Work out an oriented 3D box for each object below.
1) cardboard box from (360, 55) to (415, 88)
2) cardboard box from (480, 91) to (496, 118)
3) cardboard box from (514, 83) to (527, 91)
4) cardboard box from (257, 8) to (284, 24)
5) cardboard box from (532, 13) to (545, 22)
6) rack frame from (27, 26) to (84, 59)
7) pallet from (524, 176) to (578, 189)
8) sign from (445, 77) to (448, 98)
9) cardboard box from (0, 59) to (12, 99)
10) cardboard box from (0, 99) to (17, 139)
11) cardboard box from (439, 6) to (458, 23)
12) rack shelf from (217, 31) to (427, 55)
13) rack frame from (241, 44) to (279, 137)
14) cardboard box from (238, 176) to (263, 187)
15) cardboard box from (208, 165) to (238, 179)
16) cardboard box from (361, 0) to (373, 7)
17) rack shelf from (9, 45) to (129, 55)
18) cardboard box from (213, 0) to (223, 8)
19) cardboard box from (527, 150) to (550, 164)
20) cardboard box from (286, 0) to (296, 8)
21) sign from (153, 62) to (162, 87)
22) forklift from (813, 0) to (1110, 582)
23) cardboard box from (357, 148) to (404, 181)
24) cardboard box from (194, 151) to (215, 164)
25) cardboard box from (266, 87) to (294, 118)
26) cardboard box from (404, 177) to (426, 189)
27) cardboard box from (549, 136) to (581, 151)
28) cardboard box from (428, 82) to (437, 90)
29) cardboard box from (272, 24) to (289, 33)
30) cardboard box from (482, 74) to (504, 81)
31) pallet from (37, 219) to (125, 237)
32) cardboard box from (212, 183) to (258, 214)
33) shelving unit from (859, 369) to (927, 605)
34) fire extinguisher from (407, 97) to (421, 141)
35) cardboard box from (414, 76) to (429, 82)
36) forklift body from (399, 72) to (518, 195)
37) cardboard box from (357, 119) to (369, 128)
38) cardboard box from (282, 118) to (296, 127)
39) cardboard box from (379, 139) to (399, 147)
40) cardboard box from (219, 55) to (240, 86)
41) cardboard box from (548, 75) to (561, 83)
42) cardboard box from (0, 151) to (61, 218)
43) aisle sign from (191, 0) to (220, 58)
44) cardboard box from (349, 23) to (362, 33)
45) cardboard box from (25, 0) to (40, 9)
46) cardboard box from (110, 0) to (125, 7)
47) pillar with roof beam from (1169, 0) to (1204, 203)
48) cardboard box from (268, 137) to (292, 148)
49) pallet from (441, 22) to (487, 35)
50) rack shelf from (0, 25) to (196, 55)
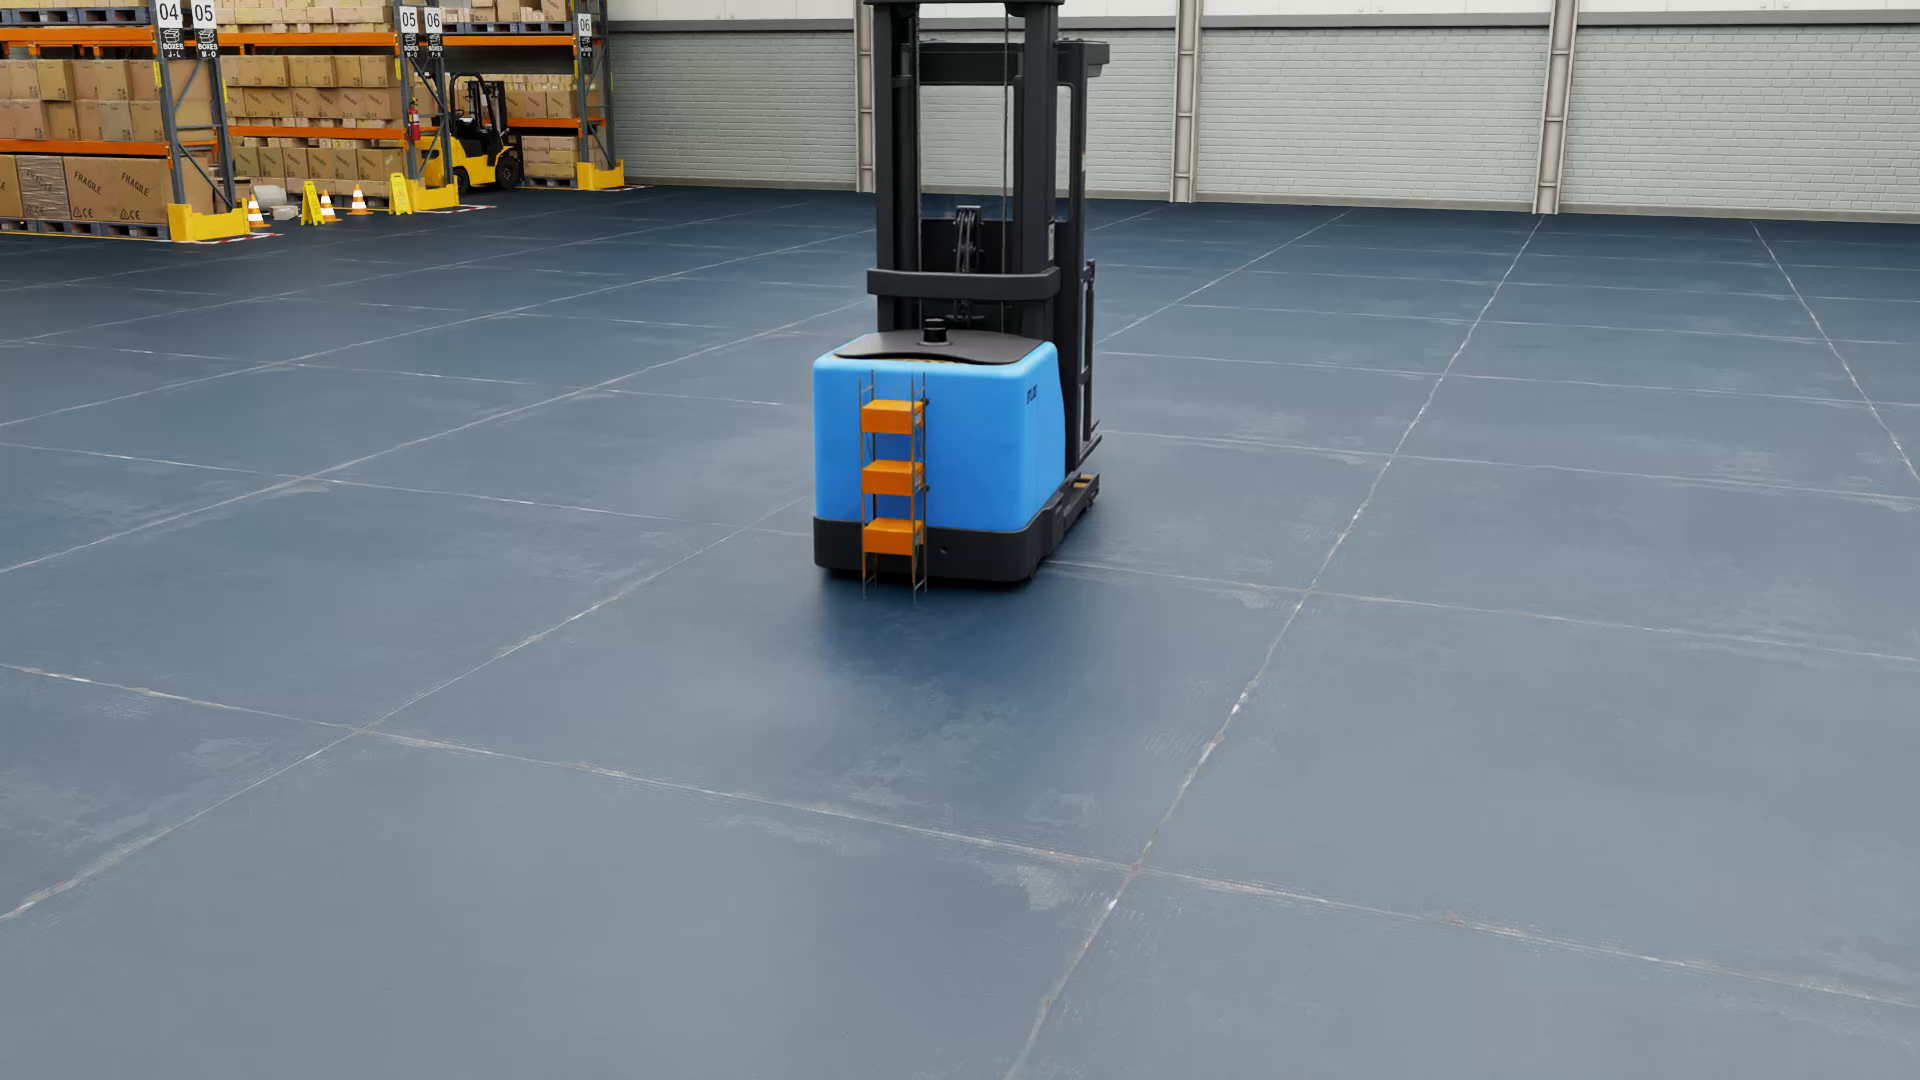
[{"bbox_3d":[-9.333,-7.645,27.120,0.500,0.500,0.700,6,17,19],"label":"cardboard box"},{"bbox_3d":[-8.942,-8.452,32.229,0.500,0.500,0.500,6,17,21],"label":"cardboard box"},{"bbox_3d":[-8.345,-8.692,31.892,0.250,0.149,0.380,6,17,19],"label":"cardboard box"},{"bbox_3d":[-11.246,-8.678,27.539,0.500,0.250,0.500,6,17,21],"label":"cardboard box"},{"bbox_3d":[-7.842,-9.841,31.330,0.250,0.149,0.380,6,17,19],"label":"cardboard box"},{"bbox_3d":[-16.220,-7.796,30.149,0.127,3.000,1.000,6,17,21],"label":"rack frame"},{"bbox_3d":[-7.687,-6.994,32.386,1.213,0.211,1.003,6,17,21],"label":"pallet"},{"bbox_3d":[-8.579,-7.534,27.694,0.005,0.325,0.100,6,17,21],"label":"sign"},{"bbox_3d":[-13.336,-6.611,23.859,0.550,0.550,0.875,6,17,21],"label":"cardboard box"},{"bbox_3d":[-13.354,-6.080,23.967,0.550,0.550,0.875,6,17,21],"label":"cardboard box"},{"bbox_3d":[-9.997,-10.174,32.186,0.500,0.311,0.500,7,17,22],"label":"cardboard box"},{"bbox_3d":[-10.638,-8.278,27.716,4.000,0.370,1.077,6,17,21],"label":"rack shelf"},{"bbox_3d":[-14.402,-9.084,34.584,0.127,3.000,1.000,6,17,21],"label":"rack frame"},{"bbox_3d":[-12.049,-6.138,28.615,0.500,0.250,0.500,5,17,18],"label":"cardboard box"},{"bbox_3d":[-12.988,-6.380,29.230,0.625,0.372,0.950,7,17,21],"label":"cardboard box"},{"bbox_3d":[-9.427,-8.675,26.816,0.250,0.149,0.380,7,17,22],"label":"cardboard box"},{"bbox_3d":[-19.984,-10.793,36.381,4.000,0.370,1.077,6,17,21],"label":"rack shelf"},{"bbox_3d":[-12.326,-8.973,27.842,0.250,0.149,0.380,6,17,20],"label":"cardboard box"},{"bbox_3d":[-7.990,-7.410,32.099,0.500,0.250,0.500,6,17,20],"label":"cardboard box"},{"bbox_3d":[-10.849,-8.835,27.368,0.250,0.149,0.380,7,17,22],"label":"cardboard box"},{"bbox_3d":[-10.712,-6.214,22.198,0.005,0.325,0.100,6,17,21],"label":"sign"},{"bbox_3d":[0.164,-1.582,8.866,1.130,2.935,3.031,4,17,14],"label":"forklift"},{"bbox_3d":[-9.619,-6.234,27.599,0.500,0.500,0.500,6,17,21],"label":"cardboard box"},{"bbox_3d":[-15.824,-8.180,35.199,0.500,0.500,0.500,7,18,23],"label":"cardboard box"},{"bbox_3d":[-11.254,-7.361,27.935,0.500,0.500,0.500,6,17,20],"label":"cardboard box"},{"bbox_3d":[-9.427,-6.013,28.186,0.500,0.250,0.500,6,17,20],"label":"cardboard box"},{"bbox_3d":[-7.503,-7.593,31.834,0.500,0.250,0.500,7,18,22],"label":"cardboard box"},{"bbox_3d":[-10.240,-8.907,32.633,0.250,0.149,0.380,7,17,22],"label":"cardboard box"},{"bbox_3d":[-11.132,-8.457,27.494,0.250,0.149,0.380,6,17,20],"label":"cardboard box"},{"bbox_3d":[-9.028,-8.936,32.197,0.250,0.149,0.380,6,17,21],"label":"cardboard box"},{"bbox_3d":[-12.404,-4.531,23.904,1.213,0.211,1.003,6,17,21],"label":"pallet"},{"bbox_3d":[-11.341,-5.302,26.035,0.637,0.503,0.797,-5,17,-18],"label":"cardboard box"},{"bbox_3d":[-0.304,-0.241,7.620,0.252,1.050,0.215,4,17,14],"label":"shelving unit"},{"bbox_3d":[-8.841,-6.810,26.888,0.183,0.674,0.296,6,17,21],"label":"fire extinguisher"},{"bbox_3d":[-10.494,-9.068,32.652,0.250,0.149,0.380,7,17,22],"label":"cardboard box"},{"bbox_3d":[-9.394,-7.579,30.922,1.214,2.155,2.313,6,17,21],"label":"forklift body"},{"bbox_3d":[-9.711,-6.869,27.405,0.250,0.149,0.380,6,17,20],"label":"cardboard box"},{"bbox_3d":[-11.137,-7.018,27.917,0.250,0.149,0.380,6,17,21],"label":"cardboard box"},{"bbox_3d":[-11.171,-7.787,33.621,0.625,0.625,0.875,7,18,23],"label":"cardboard box"},{"bbox_3d":[-12.169,-7.957,28.196,0.500,0.500,0.700,6,17,20],"label":"cardboard box"},{"bbox_3d":[-7.612,-8.767,31.617,0.250,0.149,0.380,6,17,21],"label":"cardboard box"},{"bbox_3d":[-13.662,-5.192,24.235,0.875,0.875,0.875,7,17,21],"label":"cardboard box"},{"bbox_3d":[-10.324,-7.003,22.752,0.004,0.787,0.394,6,17,21],"label":"aisle sign"},{"bbox_3d":[-9.691,-8.315,27.005,0.250,0.149,0.380,7,18,22],"label":"cardboard box"},{"bbox_3d":[-12.592,-7.382,22.858,0.250,0.149,0.380,7,17,21],"label":"cardboard box"},{"bbox_3d":[-11.168,-7.225,22.320,0.250,0.149,0.380,6,17,21],"label":"cardboard box"},{"bbox_3d":[2.306,-9.108,23.905,0.400,9.000,9.100,6,17,21],"label":"pillar with roof beam"},{"bbox_3d":[-11.476,-6.729,28.143,0.250,0.149,0.380,7,18,23],"label":"cardboard box"},{"bbox_3d":[-9.878,-9.992,32.492,1.213,0.211,1.003,6,17,21],"label":"pallet"},{"bbox_3d":[-12.361,-6.983,23.259,4.000,0.370,1.077,6,17,21],"label":"rack shelf"}]
